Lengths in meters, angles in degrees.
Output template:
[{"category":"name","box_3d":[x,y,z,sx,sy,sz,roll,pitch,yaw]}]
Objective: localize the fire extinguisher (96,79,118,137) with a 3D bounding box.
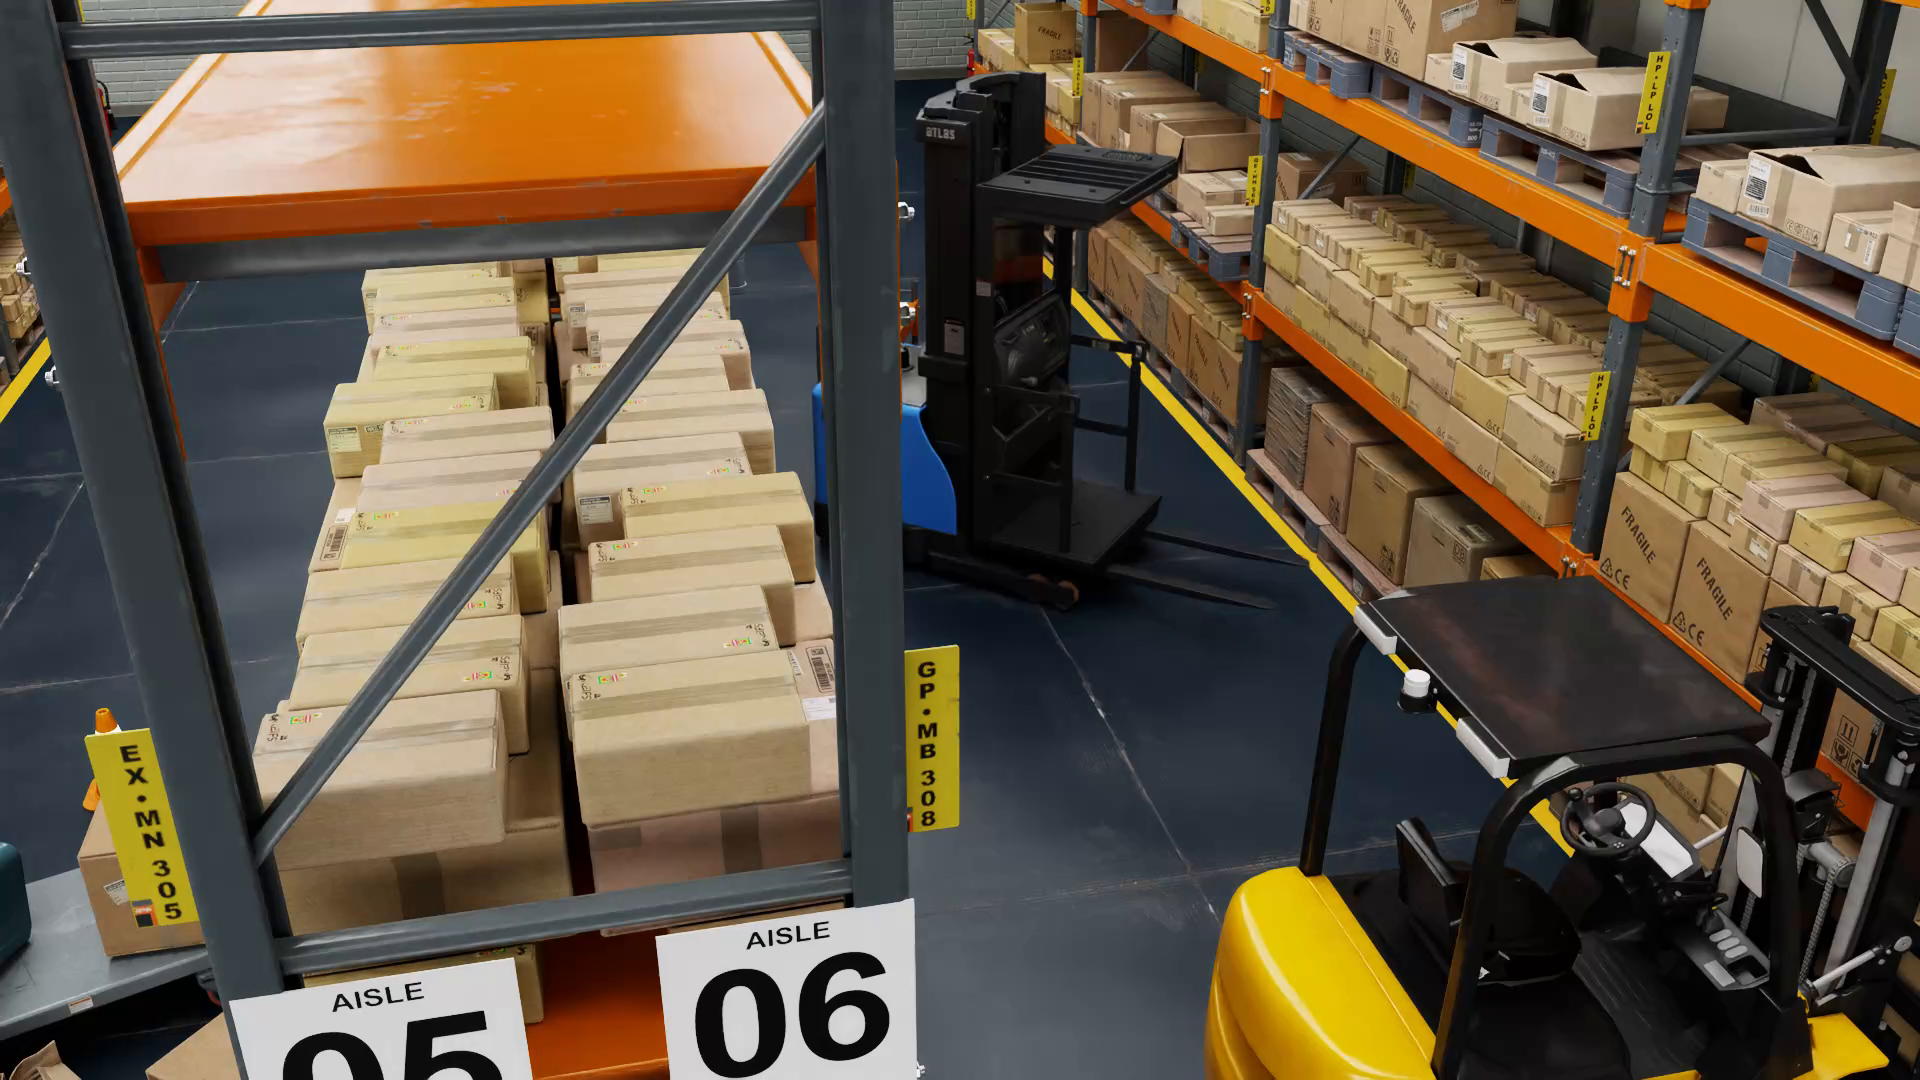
[{"category":"fire extinguisher","box_3d":[-8.592,-4.343,16.526,0.296,0.674,0.183,-6,27,-12]}]

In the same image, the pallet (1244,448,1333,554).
[{"category":"pallet","box_3d":[2.601,-0.317,11.144,1.003,0.211,1.213,-6,27,-12]}]

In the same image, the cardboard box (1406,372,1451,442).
[{"category":"cardboard box","box_3d":[2.786,-0.740,9.054,0.500,0.250,0.500,-6,27,-11]}]

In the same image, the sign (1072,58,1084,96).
[{"category":"sign","box_3d":[1.025,-4.011,14.408,0.100,0.325,0.005,-6,27,-12]}]

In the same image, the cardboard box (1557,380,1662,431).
[{"category":"cardboard box","box_3d":[3.061,-0.633,7.844,0.380,0.149,0.250,-5,27,-10]}]

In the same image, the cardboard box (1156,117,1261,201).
[{"category":"cardboard box","box_3d":[1.905,-2.859,12.504,0.797,0.503,0.637,-7,28,-13]}]

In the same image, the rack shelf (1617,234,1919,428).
[{"category":"rack shelf","box_3d":[3.805,-0.311,5.507,1.077,0.370,4.000,-6,27,-12]}]

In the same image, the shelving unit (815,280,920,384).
[{"category":"shelving unit","box_3d":[-0.634,-1.145,11.771,0.538,1.125,1.048,4,27,8]}]

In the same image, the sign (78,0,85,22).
[{"category":"sign","box_3d":[-8.439,-5.092,15.874,0.100,0.325,0.005,-6,27,-12]}]

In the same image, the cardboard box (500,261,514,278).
[{"category":"cardboard box","box_3d":[-1.590,-0.849,5.168,0.380,0.149,0.250,-7,28,-13]}]

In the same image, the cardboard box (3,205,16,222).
[{"category":"cardboard box","box_3d":[-8.950,-2.970,15.342,0.380,0.149,0.250,-7,28,-14]}]

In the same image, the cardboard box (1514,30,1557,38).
[{"category":"cardboard box","box_3d":[3.035,-2.695,9.113,0.380,0.166,0.250,-6,27,-12]}]

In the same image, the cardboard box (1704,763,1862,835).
[{"category":"cardboard box","box_3d":[3.387,1.109,6.699,0.500,0.250,0.500,-5,27,-10]}]

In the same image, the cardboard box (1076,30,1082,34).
[{"category":"cardboard box","box_3d":[1.013,-5.330,17.818,0.500,0.250,0.500,-5,27,-10]}]

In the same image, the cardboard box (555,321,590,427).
[{"category":"cardboard box","box_3d":[-0.903,-0.457,4.834,0.500,0.250,0.500,-6,27,-12]}]

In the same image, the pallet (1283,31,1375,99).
[{"category":"pallet","box_3d":[2.693,-2.893,10.034,1.213,0.211,1.003,-5,27,-9]}]

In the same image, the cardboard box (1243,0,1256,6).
[{"category":"cardboard box","box_3d":[2.099,-3.625,10.997,0.380,0.149,0.250,-7,28,-13]}]

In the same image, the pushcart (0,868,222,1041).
[{"category":"pushcart","box_3d":[-3.691,1.758,6.848,1.648,0.377,0.936,-16,31,-29]}]

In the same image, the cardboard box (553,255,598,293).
[{"category":"cardboard box","box_3d":[-1.092,-0.902,5.273,0.380,0.149,0.250,-5,27,-10]}]

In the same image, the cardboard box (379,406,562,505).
[{"category":"cardboard box","box_3d":[-1.127,-0.181,3.844,0.380,0.149,0.250,-7,28,-13]}]

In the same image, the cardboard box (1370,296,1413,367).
[{"category":"cardboard box","box_3d":[2.667,-1.191,9.392,0.500,0.250,0.500,-6,27,-11]}]

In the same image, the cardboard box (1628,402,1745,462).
[{"category":"cardboard box","box_3d":[3.138,-0.468,7.188,0.380,0.149,0.250,-5,27,-11]}]

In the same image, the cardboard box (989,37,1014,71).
[{"category":"cardboard box","box_3d":[0.604,-5.057,17.277,0.500,0.250,0.500,-6,27,-11]}]

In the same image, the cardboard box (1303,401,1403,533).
[{"category":"cardboard box","box_3d":[2.735,-0.494,10.568,0.875,0.625,0.625,-5,27,-10]}]

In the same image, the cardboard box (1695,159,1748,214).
[{"category":"cardboard box","box_3d":[3.160,-1.403,6.573,0.380,0.149,0.250,-5,27,-11]}]

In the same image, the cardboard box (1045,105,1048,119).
[{"category":"cardboard box","box_3d":[0.954,-4.137,15.895,0.380,0.149,0.250,-6,27,-12]}]

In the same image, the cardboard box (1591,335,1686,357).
[{"category":"cardboard box","box_3d":[3.420,-0.915,8.402,0.380,0.149,0.250,-6,27,-12]}]

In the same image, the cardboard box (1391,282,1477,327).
[{"category":"cardboard box","box_3d":[2.609,-1.300,9.165,0.380,0.149,0.250,-7,28,-13]}]

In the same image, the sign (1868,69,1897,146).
[{"category":"sign","box_3d":[3.895,-1.834,7.063,0.100,0.325,0.005,-6,27,-12]}]

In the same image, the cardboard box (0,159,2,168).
[{"category":"cardboard box","box_3d":[-8.068,-3.268,13.454,0.500,0.500,0.500,-6,27,-12]}]

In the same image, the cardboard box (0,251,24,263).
[{"category":"cardboard box","box_3d":[-8.149,-2.329,14.072,0.380,0.149,0.250,-7,28,-13]}]

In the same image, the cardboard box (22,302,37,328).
[{"category":"cardboard box","box_3d":[-7.912,-1.855,13.794,0.380,0.149,0.250,-5,27,-10]}]

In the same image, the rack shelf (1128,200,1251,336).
[{"category":"rack shelf","box_3d":[2.003,-2.484,13.141,1.077,0.370,4.000,-6,27,-12]}]

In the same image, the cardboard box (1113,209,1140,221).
[{"category":"cardboard box","box_3d":[1.479,-2.884,14.392,0.380,0.149,0.250,-7,28,-14]}]

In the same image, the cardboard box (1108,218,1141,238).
[{"category":"cardboard box","box_3d":[1.511,-2.746,14.450,0.380,0.149,0.250,-7,28,-13]}]

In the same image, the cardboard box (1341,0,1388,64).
[{"category":"cardboard box","box_3d":[2.590,-2.989,9.326,0.700,0.500,0.500,-6,27,-13]}]

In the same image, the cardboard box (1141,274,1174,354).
[{"category":"cardboard box","box_3d":[1.790,-1.839,13.373,0.500,0.500,0.500,-7,28,-13]}]

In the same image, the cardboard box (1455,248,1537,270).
[{"category":"cardboard box","box_3d":[3.135,-1.592,9.744,0.380,0.149,0.250,-6,27,-12]}]

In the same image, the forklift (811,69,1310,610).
[{"category":"forklift","box_3d":[0.612,-1.167,9.810,3.031,2.935,1.130,13,30,25]}]

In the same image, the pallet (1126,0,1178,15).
[{"category":"pallet","box_3d":[1.867,-4.190,12.603,1.213,0.211,1.003,-6,27,-12]}]

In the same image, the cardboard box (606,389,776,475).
[{"category":"cardboard box","box_3d":[-0.641,-0.234,3.950,0.380,0.149,0.250,-5,27,-10]}]

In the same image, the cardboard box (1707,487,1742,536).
[{"category":"cardboard box","box_3d":[3.316,-0.114,6.816,0.380,0.149,0.250,-6,27,-12]}]

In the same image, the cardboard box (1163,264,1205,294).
[{"category":"cardboard box","box_3d":[1.824,-2.065,13.100,0.380,0.149,0.250,-7,28,-14]}]

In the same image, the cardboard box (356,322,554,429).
[{"category":"cardboard box","box_3d":[-1.422,-0.403,4.727,0.500,0.250,0.500,-6,27,-11]}]

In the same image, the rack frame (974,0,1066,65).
[{"category":"rack frame","box_3d":[0.650,-5.439,18.198,1.000,3.000,0.127,-6,27,-12]}]

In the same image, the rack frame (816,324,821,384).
[{"category":"rack frame","box_3d":[-0.714,-0.919,11.322,0.500,1.125,0.032,4,27,8]}]

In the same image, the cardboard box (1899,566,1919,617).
[{"category":"cardboard box","box_3d":[3.579,0.197,5.870,0.380,0.149,0.250,-6,27,-11]}]

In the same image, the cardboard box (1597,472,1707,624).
[{"category":"cardboard box","box_3d":[3.200,0.005,7.300,0.500,0.500,0.500,-7,28,-13]}]

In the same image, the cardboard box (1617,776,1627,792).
[{"category":"cardboard box","box_3d":[3.163,0.889,7.690,0.500,0.250,0.500,-6,27,-12]}]

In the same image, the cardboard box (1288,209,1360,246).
[{"category":"cardboard box","box_3d":[2.300,-1.975,10.503,0.380,0.149,0.250,-5,27,-10]}]

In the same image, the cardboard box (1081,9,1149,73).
[{"category":"cardboard box","box_3d":[1.475,-4.765,15.865,0.500,0.500,0.500,-7,28,-13]}]
